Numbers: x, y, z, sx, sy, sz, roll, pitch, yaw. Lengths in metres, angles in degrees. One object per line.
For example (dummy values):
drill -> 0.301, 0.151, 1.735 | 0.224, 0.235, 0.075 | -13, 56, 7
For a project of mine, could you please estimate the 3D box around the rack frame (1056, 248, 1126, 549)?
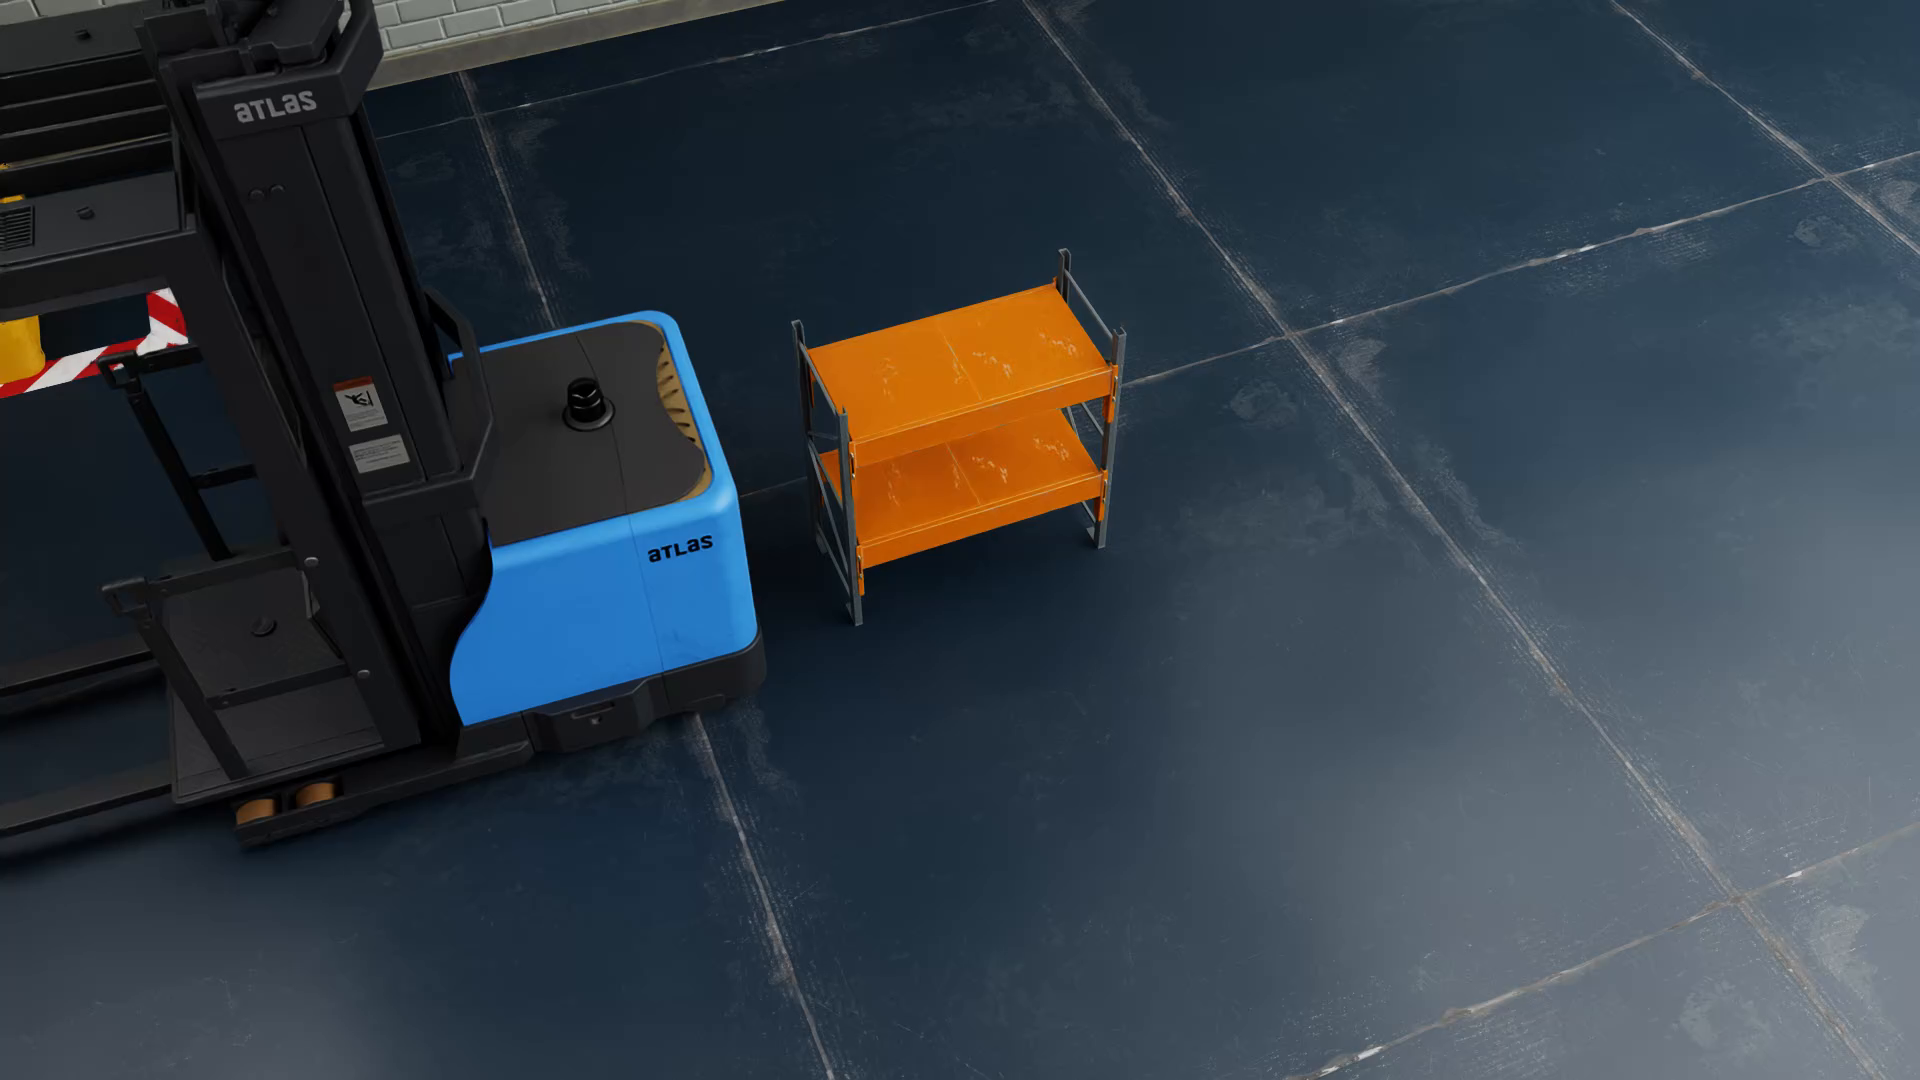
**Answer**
rack frame -> 0.464, -0.510, 6.288 | 0.032, 1.125, 0.500 | -17, 52, -14

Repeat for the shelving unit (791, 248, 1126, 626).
shelving unit -> -0.006, -0.365, 6.162 | 1.048, 1.125, 0.538 | -17, 52, -14

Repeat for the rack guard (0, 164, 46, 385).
rack guard -> -4.344, -1.247, 7.332 | 0.348, 0.500, 1.175 | -17, 52, -14

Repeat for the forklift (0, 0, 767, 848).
forklift -> -2.279, -0.371, 4.978 | 3.031, 2.935, 1.130 | -15, 51, -12

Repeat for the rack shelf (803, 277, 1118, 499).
rack shelf -> -0.006, -0.555, 5.940 | 1.000, 0.278, 0.538 | -17, 52, -14

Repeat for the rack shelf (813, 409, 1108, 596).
rack shelf -> -0.006, -0.205, 6.348 | 1.000, 0.278, 0.538 | -17, 52, -14

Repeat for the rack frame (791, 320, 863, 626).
rack frame -> -0.477, -0.219, 6.037 | 0.032, 1.125, 0.500 | -17, 52, -14
